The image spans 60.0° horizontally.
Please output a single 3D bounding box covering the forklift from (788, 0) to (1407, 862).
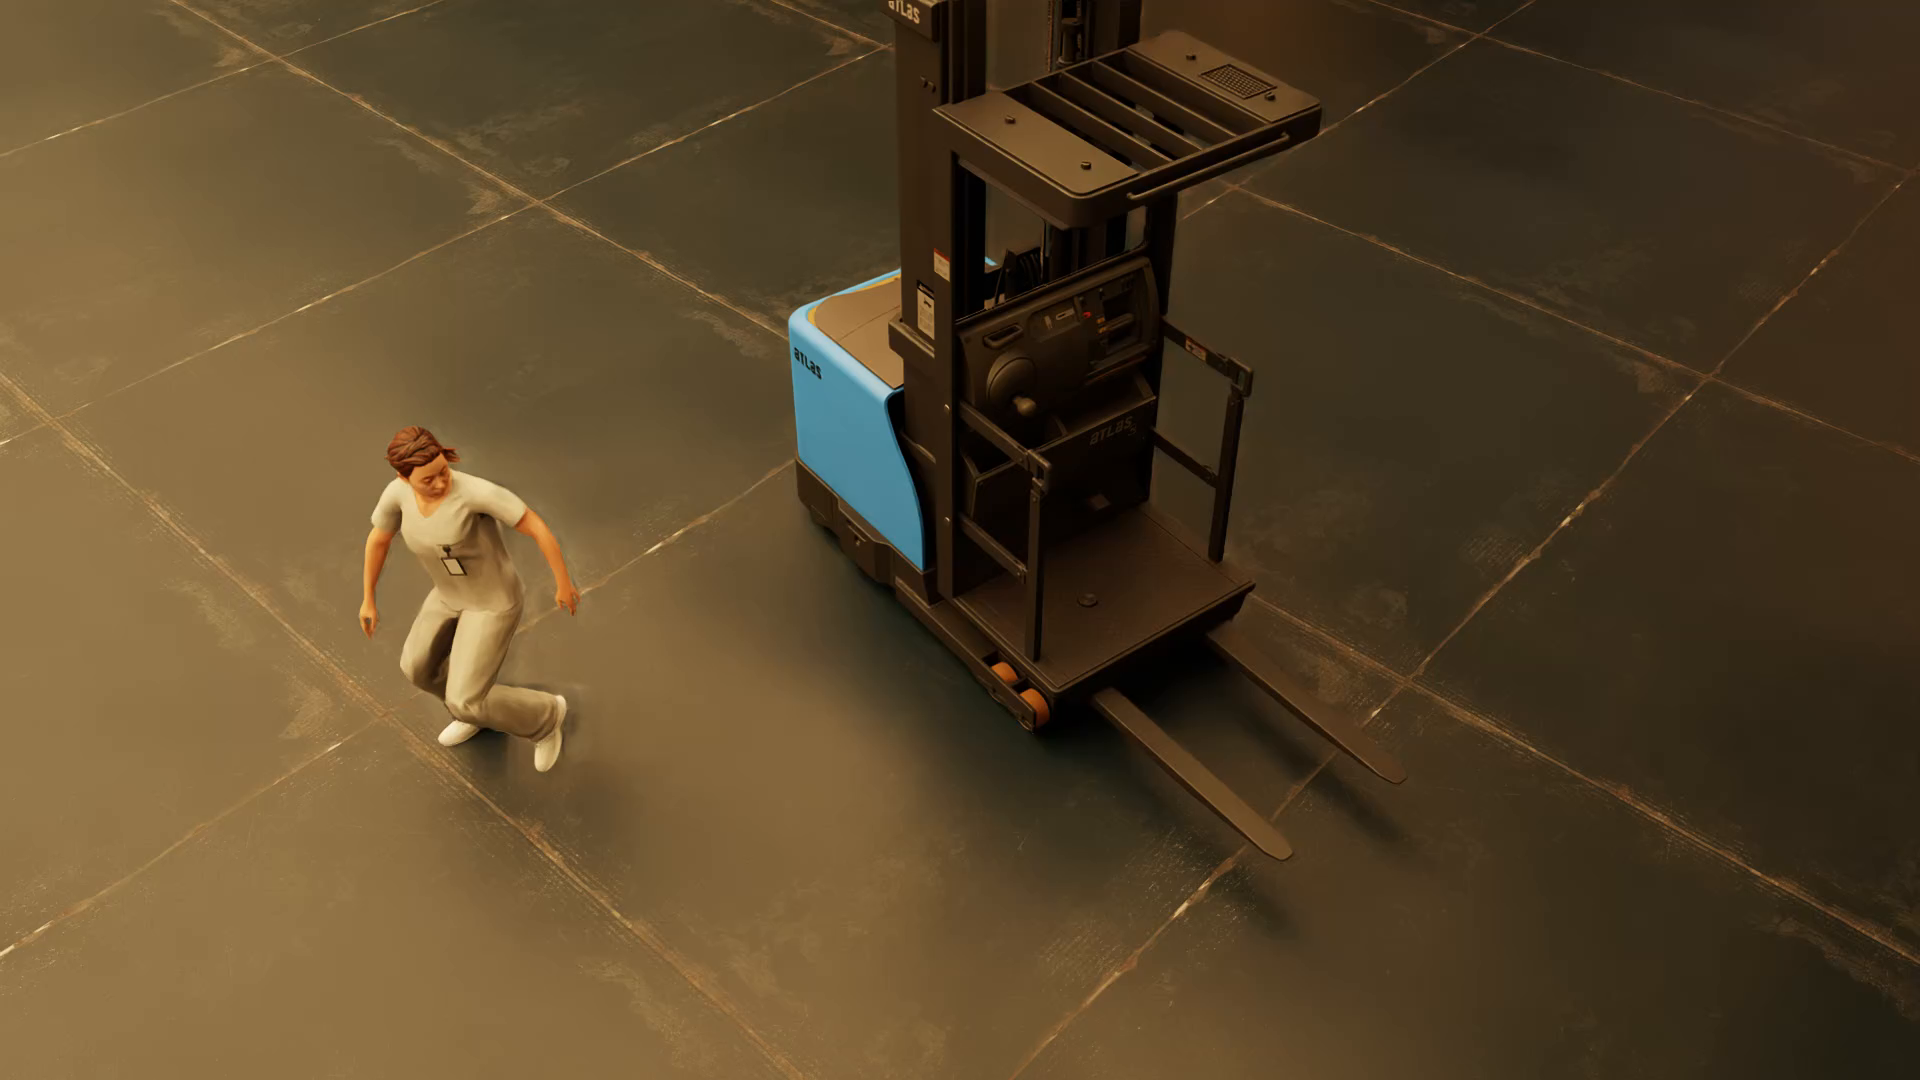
[{"bbox_3d":[0.523,-0.705,6.250,1.130,2.935,3.031,-26,47,-27],"label":"forklift"}]

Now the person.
[{"bbox_3d":[-1.845,0.245,6.199,0.714,1.576,0.534,23,46,25],"label":"person"}]
